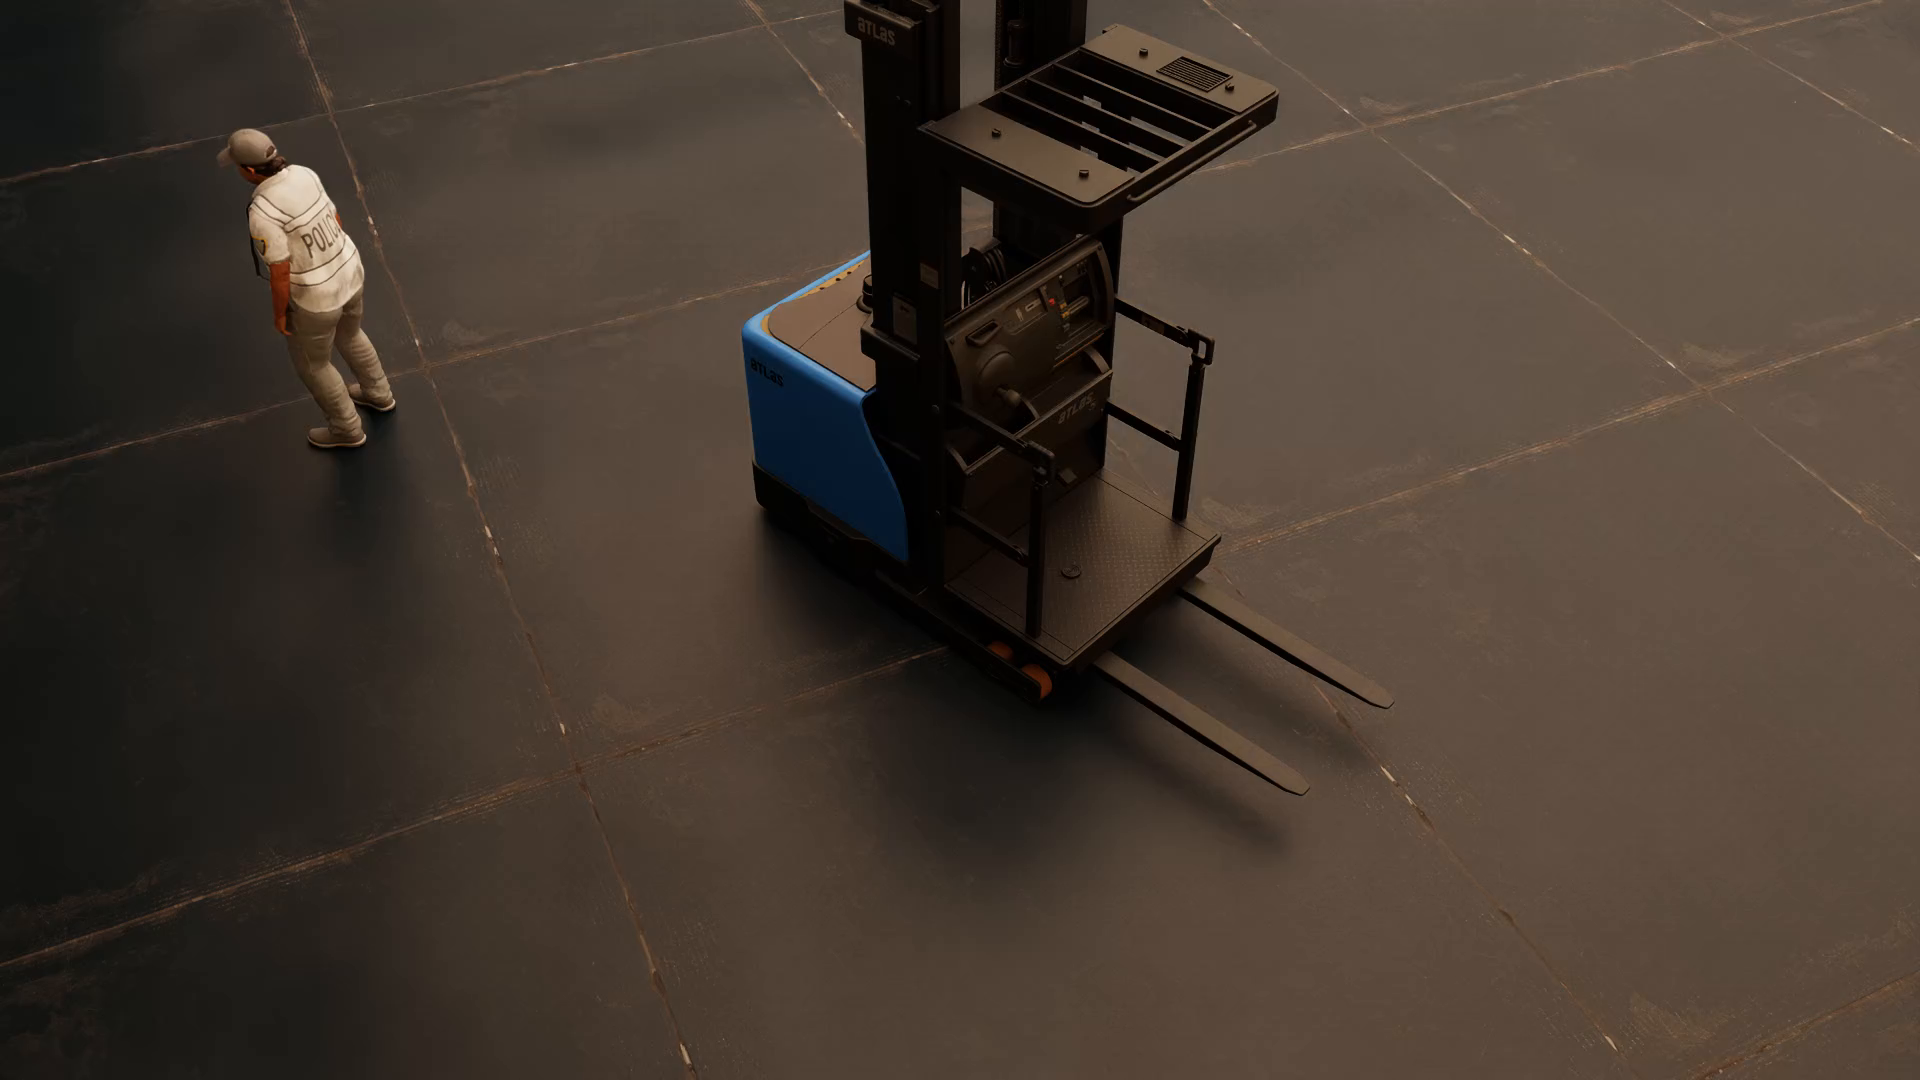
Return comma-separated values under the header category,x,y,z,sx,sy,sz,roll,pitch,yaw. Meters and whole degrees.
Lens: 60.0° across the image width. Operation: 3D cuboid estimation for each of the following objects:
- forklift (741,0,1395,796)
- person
category,x,y,z,sx,sy,sz,roll,pitch,yaw
forklift,0.445,-0.788,6.525,3.031,2.935,1.130,32,52,30
person,-3.080,-1.196,7.891,0.468,1.666,0.542,12,44,12
